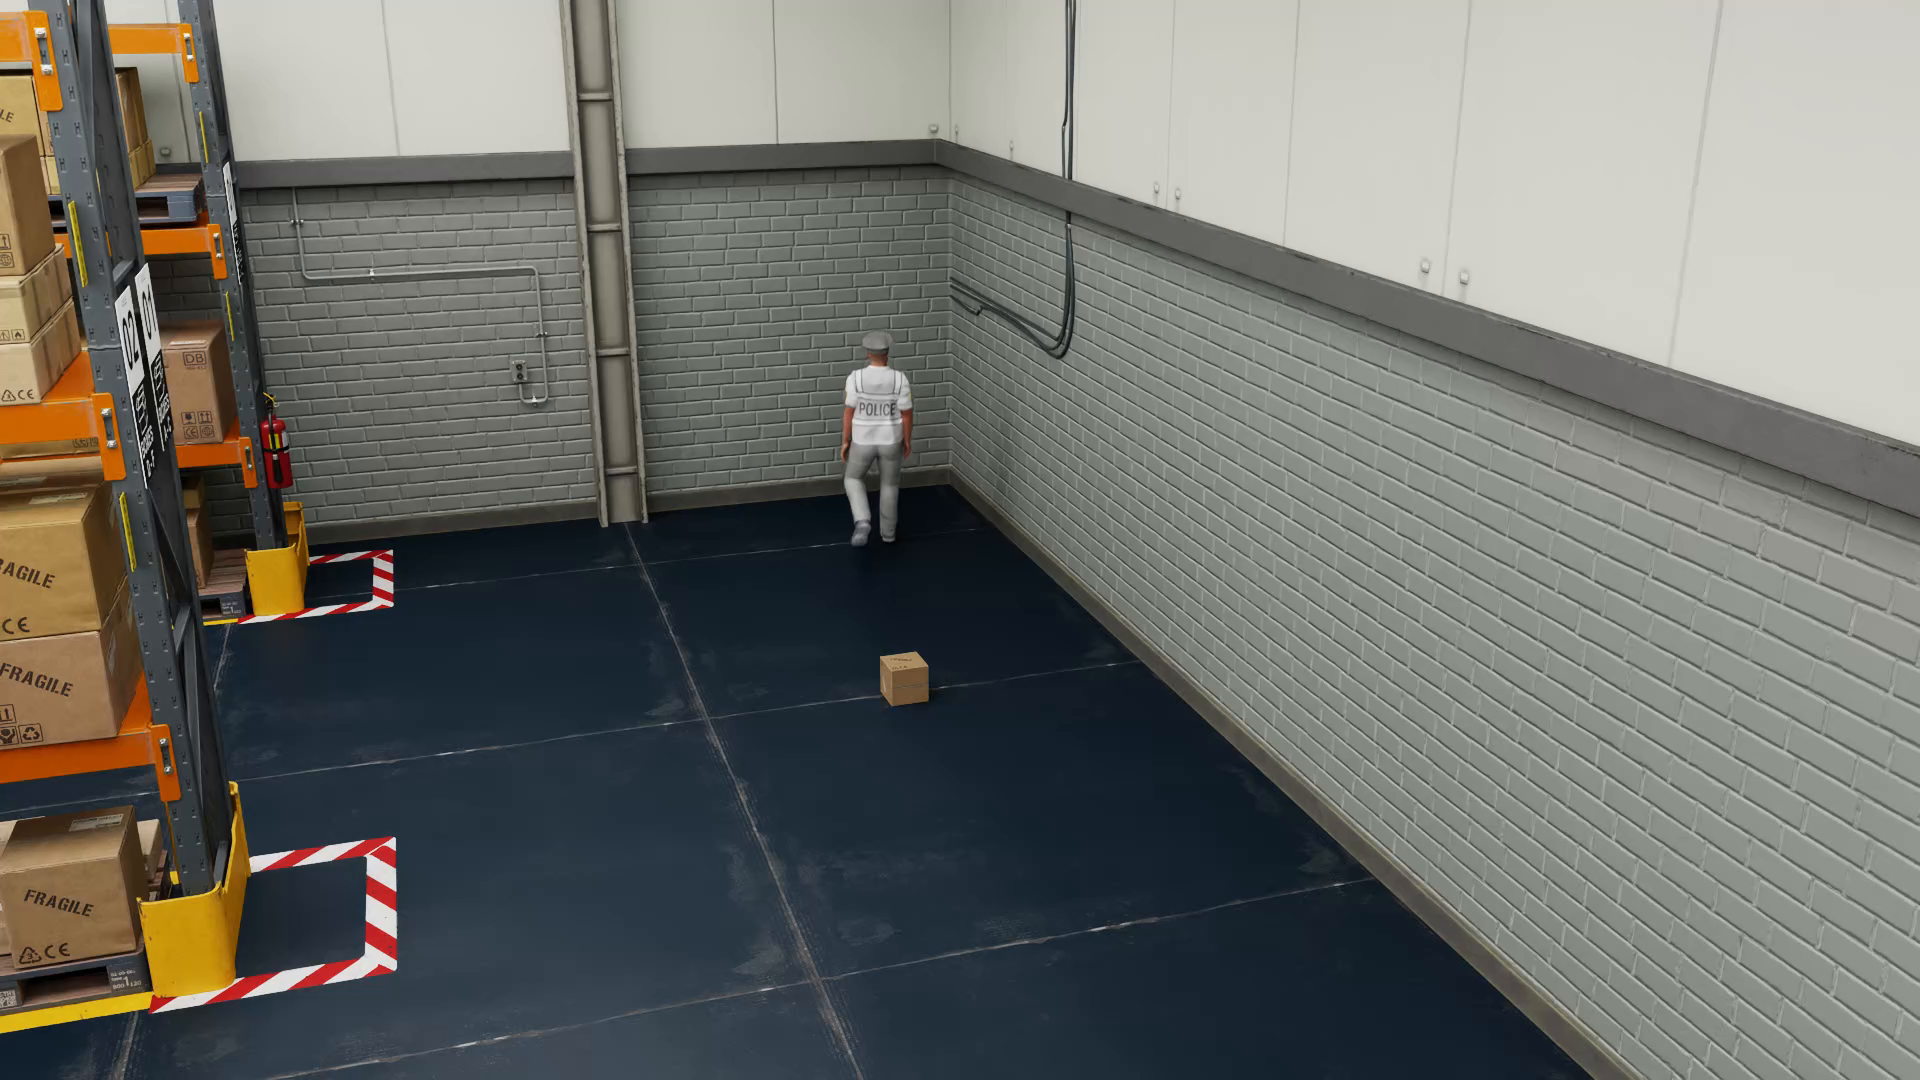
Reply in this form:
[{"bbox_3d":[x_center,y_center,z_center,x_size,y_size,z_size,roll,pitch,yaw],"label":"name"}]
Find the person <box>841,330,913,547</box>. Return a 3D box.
[{"bbox_3d":[-0.668,-0.811,13.295,0.579,1.768,0.600,-2,19,-7],"label":"person"}]
